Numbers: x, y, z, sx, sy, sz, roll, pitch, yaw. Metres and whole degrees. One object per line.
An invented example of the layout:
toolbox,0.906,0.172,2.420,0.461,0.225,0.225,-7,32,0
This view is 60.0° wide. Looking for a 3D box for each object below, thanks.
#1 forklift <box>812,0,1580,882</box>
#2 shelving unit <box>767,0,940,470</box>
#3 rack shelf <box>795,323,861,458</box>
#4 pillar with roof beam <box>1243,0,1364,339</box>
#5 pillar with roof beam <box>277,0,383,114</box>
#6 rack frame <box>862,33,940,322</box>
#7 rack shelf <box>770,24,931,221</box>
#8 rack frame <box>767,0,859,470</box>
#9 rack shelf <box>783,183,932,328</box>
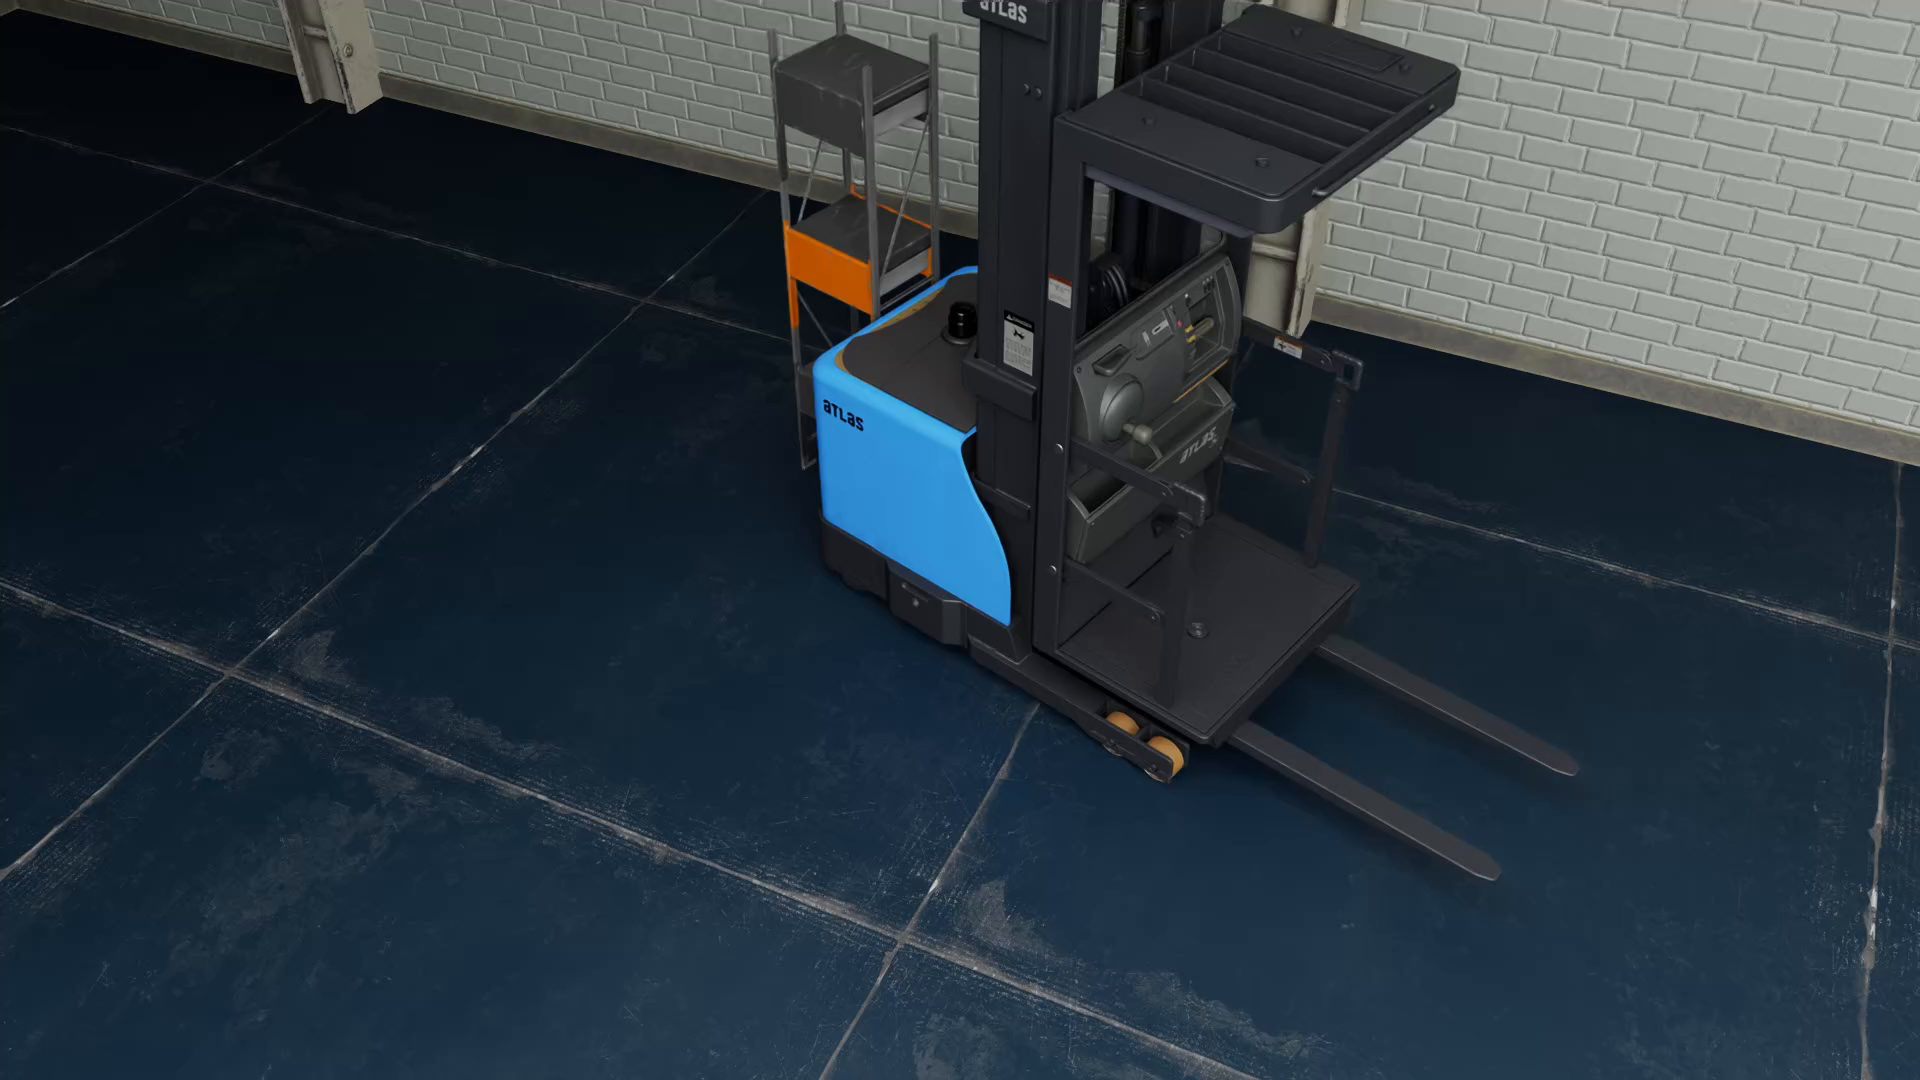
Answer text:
forklift,0.860,-0.602,5.707,3.031,2.935,1.130,29,49,29
shelving unit,-0.405,-1.113,6.931,0.503,2.100,0.431,29,49,29
rack shelf,-0.405,-0.574,7.398,0.480,0.518,0.431,29,49,29
pillar with roof beam,-0.248,-1.964,2.645,0.400,9.000,9.100,17,44,19
pillar with roof beam,-5.685,-3.626,4.562,0.400,9.000,9.100,17,44,19
rack frame,-0.219,-1.009,6.811,0.015,2.100,0.400,29,49,29
rack shelf,-0.405,-1.632,6.481,0.480,0.518,0.431,29,49,29
rack frame,-0.590,-1.217,7.051,0.015,2.100,0.400,29,49,29
rack shelf,-0.405,-1.103,6.940,0.480,0.518,0.431,29,49,29
